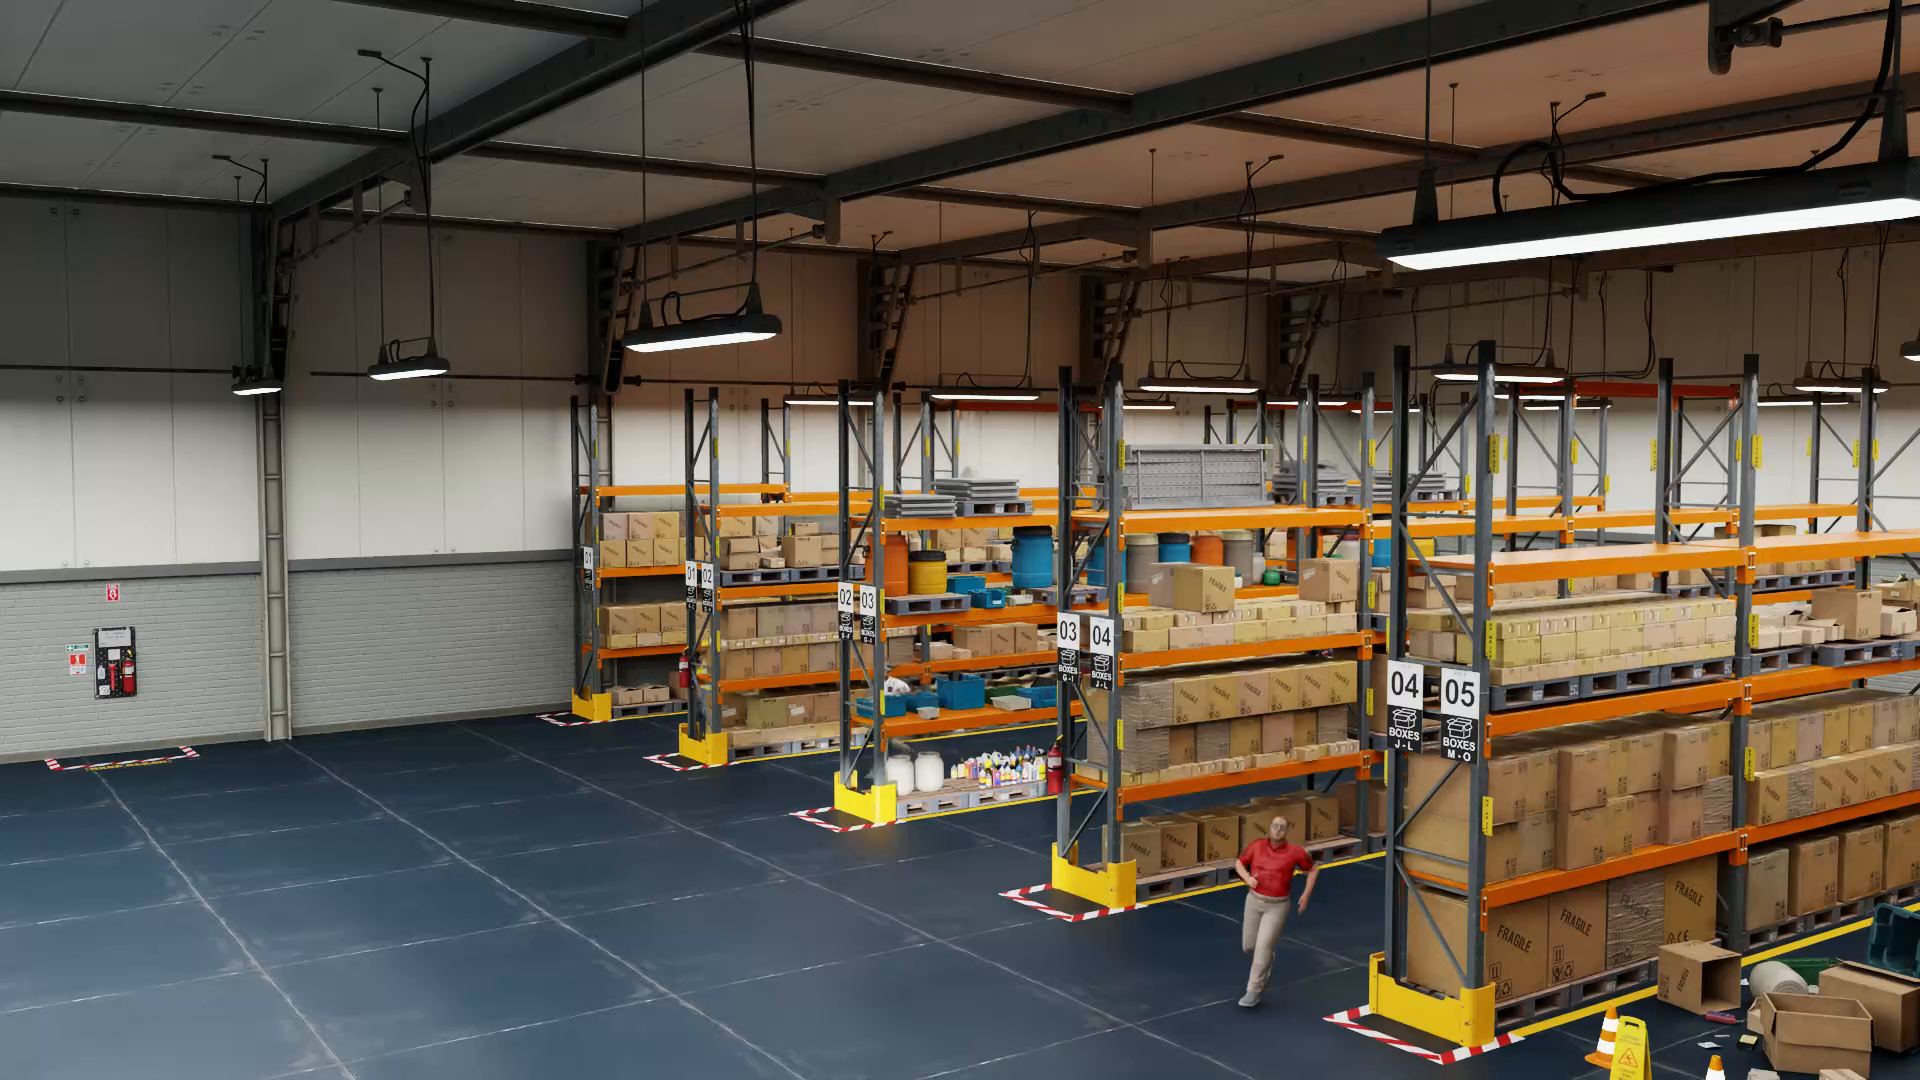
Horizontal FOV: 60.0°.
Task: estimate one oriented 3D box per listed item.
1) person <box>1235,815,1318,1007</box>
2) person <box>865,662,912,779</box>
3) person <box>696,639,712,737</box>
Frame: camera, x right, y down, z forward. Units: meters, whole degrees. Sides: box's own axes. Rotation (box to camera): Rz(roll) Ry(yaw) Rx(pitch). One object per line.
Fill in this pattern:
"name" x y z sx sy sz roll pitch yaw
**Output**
"person" 2.835 3.383 15.308 0.726 1.675 0.939 2 4 32
"person" -1.084 2.744 25.682 0.686 1.780 1.014 3 4 40
"person" -4.417 2.567 28.815 0.564 1.717 0.705 -3 4 -39
